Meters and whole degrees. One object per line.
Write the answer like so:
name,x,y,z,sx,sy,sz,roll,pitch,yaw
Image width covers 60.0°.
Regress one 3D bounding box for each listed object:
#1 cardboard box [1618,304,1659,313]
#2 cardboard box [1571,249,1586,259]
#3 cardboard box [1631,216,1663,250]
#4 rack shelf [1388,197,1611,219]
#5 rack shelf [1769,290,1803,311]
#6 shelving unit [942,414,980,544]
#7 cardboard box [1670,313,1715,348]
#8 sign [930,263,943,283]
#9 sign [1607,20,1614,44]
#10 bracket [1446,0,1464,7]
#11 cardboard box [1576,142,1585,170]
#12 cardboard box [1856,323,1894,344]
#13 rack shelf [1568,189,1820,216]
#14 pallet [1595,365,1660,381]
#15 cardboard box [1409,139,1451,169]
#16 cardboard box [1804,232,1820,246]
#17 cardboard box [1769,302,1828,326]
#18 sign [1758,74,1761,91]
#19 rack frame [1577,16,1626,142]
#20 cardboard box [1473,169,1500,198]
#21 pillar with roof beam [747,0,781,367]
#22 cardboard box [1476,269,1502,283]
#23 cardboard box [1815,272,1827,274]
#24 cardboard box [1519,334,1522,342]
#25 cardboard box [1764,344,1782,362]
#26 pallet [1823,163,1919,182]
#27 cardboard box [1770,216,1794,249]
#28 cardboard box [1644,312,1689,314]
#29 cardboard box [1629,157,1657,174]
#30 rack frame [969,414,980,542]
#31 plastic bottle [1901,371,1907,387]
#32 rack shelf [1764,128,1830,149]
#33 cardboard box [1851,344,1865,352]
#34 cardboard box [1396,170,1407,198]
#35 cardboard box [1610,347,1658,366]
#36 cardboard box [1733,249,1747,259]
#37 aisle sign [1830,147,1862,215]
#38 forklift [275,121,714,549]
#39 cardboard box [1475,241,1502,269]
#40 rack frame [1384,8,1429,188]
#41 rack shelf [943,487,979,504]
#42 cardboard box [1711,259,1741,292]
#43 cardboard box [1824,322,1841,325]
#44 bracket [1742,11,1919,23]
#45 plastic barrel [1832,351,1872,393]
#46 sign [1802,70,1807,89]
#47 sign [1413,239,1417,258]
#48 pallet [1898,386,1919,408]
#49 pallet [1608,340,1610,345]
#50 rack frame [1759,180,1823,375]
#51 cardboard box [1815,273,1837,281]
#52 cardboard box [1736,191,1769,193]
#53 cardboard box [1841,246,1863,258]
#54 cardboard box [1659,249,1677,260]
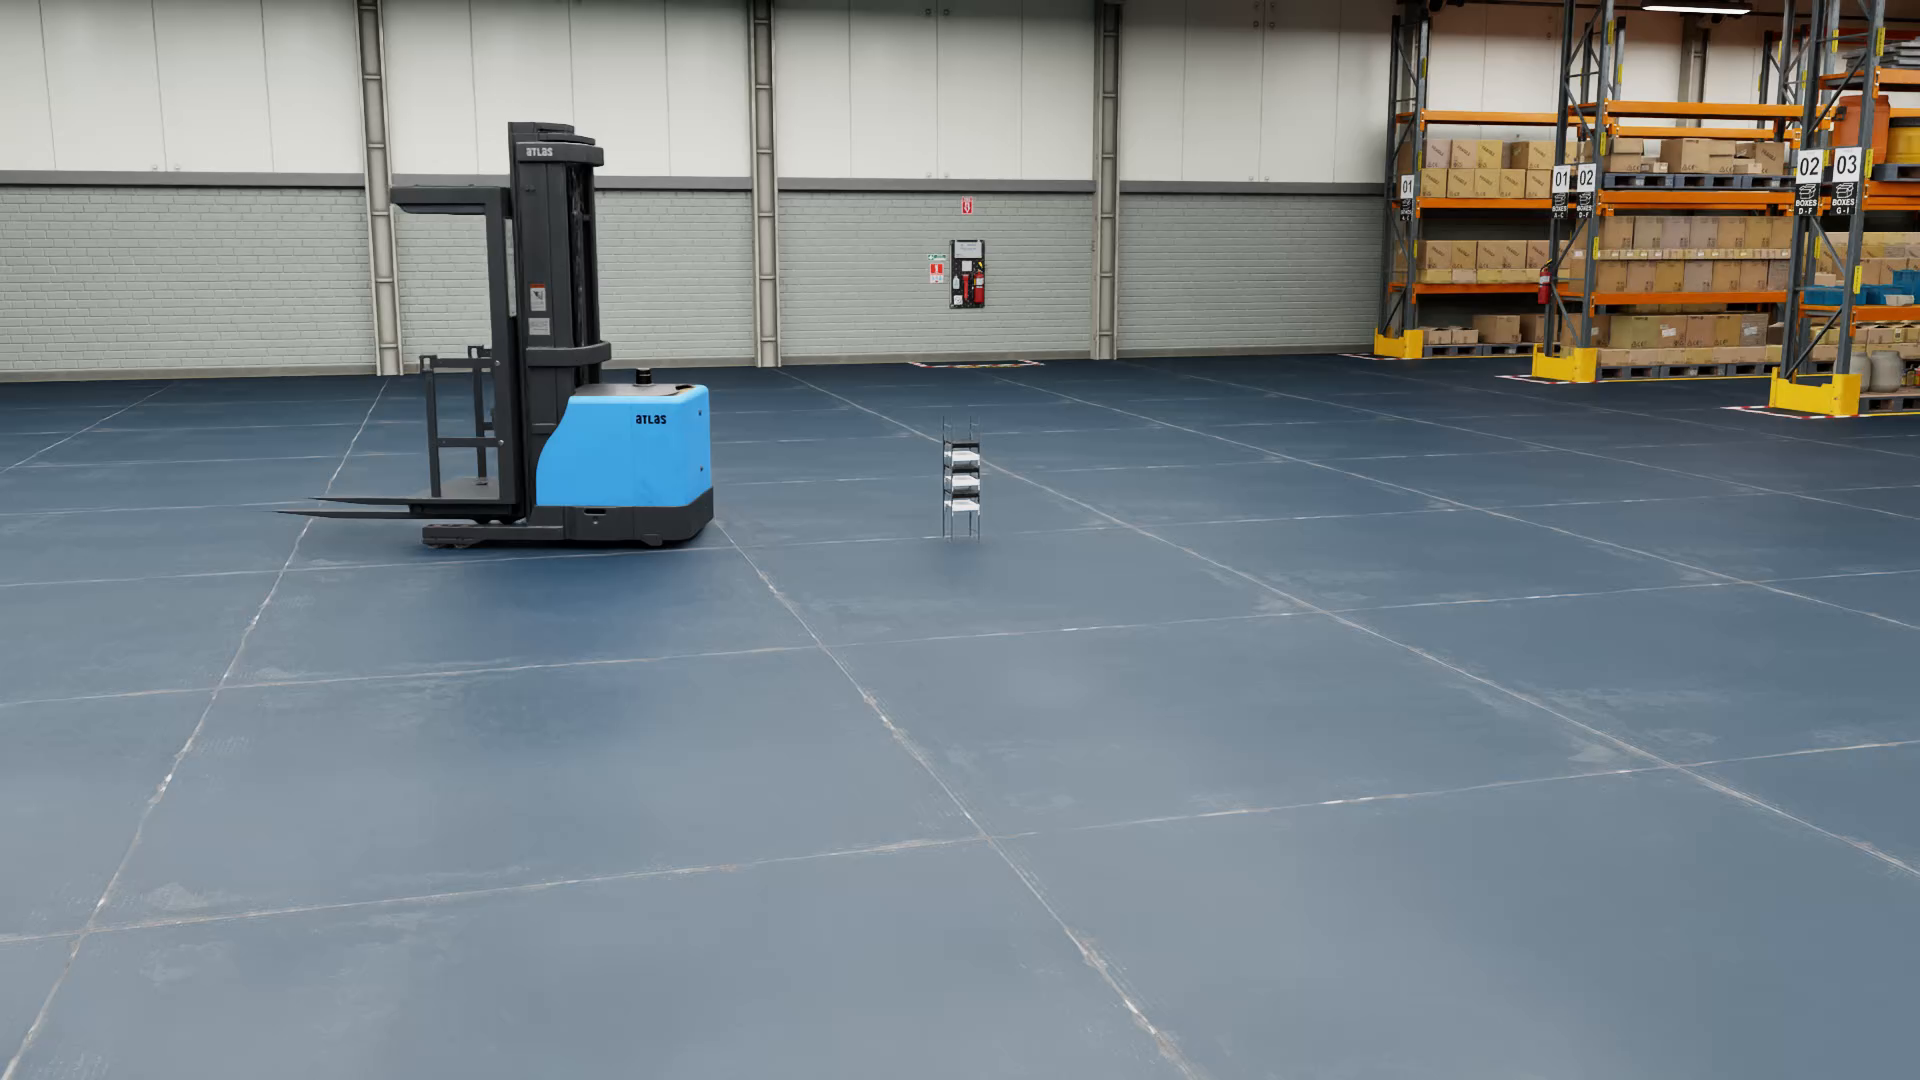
cardboard box,12.837,-4.432,31.455,0.500,0.250,0.500,-3,11,-17
cardboard box,9.575,-4.371,25.436,0.250,0.149,0.380,-3,11,-17
cardboard box,10.267,-4.689,25.372,0.500,0.500,0.700,-3,11,-17
rack shelf,9.793,-6.034,30.238,4.000,0.370,1.077,-3,11,-16
rack shelf,15.022,-3.900,26.933,4.000,0.370,1.077,-3,11,-16
shelving unit,0.008,-0.443,11.967,0.210,0.900,0.258,-3,11,-16
cardboard box,11.279,-3.237,25.709,0.500,0.500,0.500,-3,11,-16
sign,-0.401,-4.582,28.554,0.234,0.329,0.001,-3,11,-16
sign,9.410,-7.341,24.050,0.005,0.325,0.100,-3,11,-16
bracket,8.801,-9.677,29.814,0.430,0.232,0.235,-3,11,-16
cardboard box,11.308,-6.967,30.228,0.500,0.500,0.500,-4,11,-21
cardboard box,14.547,-3.311,26.632,0.500,0.311,0.500,-3,11,-18
rack shelf,11.181,-5.173,25.562,4.000,0.370,1.077,-3,11,-16
pallet,9.984,-2.625,25.721,1.213,0.211,1.003,-3,11,-16
cardboard box,8.311,-6.814,29.399,0.500,0.500,0.500,-4,11,-20
cardboard box,16.090,-5.770,31.878,0.500,0.250,0.500,-3,11,-15
cardboard box,16.297,-4.380,32.329,0.750,0.750,0.750,-3,11,-17
sign,15.395,-8.800,31.975,0.005,0.325,0.100,-3,11,-16
rack frame,11.713,-7.964,30.451,0.127,3.000,1.000,-3,11,-16
cardboard box,9.287,-6.367,29.729,0.500,0.500,0.500,-2,11,-13
pillar with roof beam,-2.015,-6.592,22.997,0.400,9.000,9.100,-3,11,-16
cardboard box,9.415,-4.770,30.032,0.500,0.250,0.500,-3,11,-17
cardboard box,16.458,-5.089,32.041,0.250,0.149,0.380,-3,11,-14
cardboard box,10.172,-3.750,30.792,0.250,0.149,0.380,-4,11,-21
cardboard box,12.717,-2.945,26.195,0.500,0.250,0.500,-3,11,-16
pallet,11.464,-4.496,20.421,1.213,0.211,1.003,-3,11,-16
cardboard box,12.677,-4.816,26.063,0.500,0.500,0.700,-3,11,-16
cardboard box,11.129,-3.330,26.215,0.500,0.500,0.500,-3,11,-16
cardboard box,10.293,-5.731,25.475,0.500,0.250,0.500,-3,11,-16
rack frame,0.105,-0.448,11.995,0.006,0.900,0.240,-3,11,-16
plastic bottle,12.283,-2.098,21.672,0.097,0.201,0.097,0,10,0
rack shelf,17.474,-7.717,32.202,4.000,0.370,1.077,-3,11,-16
cardboard box,14.049,-3.010,26.545,0.500,0.250,0.500,-3,11,-15
cardboard box,8.203,-6.410,29.966,0.500,0.500,0.500,-2,11,-12
cardboard box,10.317,-2.819,25.508,0.500,0.250,0.500,-3,11,-16
cardboard box,11.923,-4.419,25.695,0.250,0.149,0.380,-3,11,-16
aisle sign,10.655,-4.313,20.008,0.004,0.787,0.394,-3,11,-16
forklift,-3.392,-1.475,11.962,3.031,2.935,1.130,0,10,3
cardboard box,9.390,-5.136,29.949,0.500,0.500,0.500,-3,11,-18
rack frame,7.873,-7.761,29.352,0.127,3.000,1.000,-3,11,-16
rack shelf,0.008,-0.322,11.990,0.200,0.077,0.258,-3,11,-16
cardboard box,11.690,-4.126,25.896,0.500,0.500,0.700,-3,11,-15
cardboard box,14.388,-3.405,27.144,0.500,0.311,0.500,-3,11,-16
bracket,17.035,-10.111,32.172,4.783,0.066,0.076,-3,11,-16
plastic barrel,11.252,-2.118,20.980,0.421,0.512,0.421,0,10,0
sign,15.715,-8.571,30.949,0.005,0.325,0.100,-3,11,-16
sign,8.025,-5.142,29.304,0.005,0.325,0.100,-3,11,-16
pallet,12.652,-1.831,21.408,1.213,0.211,1.003,-3,11,-16
pallet,12.460,-3.682,31.462,1.213,0.211,1.003,-3,11,-16
rack frame,13.102,-4.153,26.318,0.127,3.000,1.000,-3,11,-16
cardboard box,13.894,-4.163,26.745,0.258,0.266,0.396,-3,11,-17
cardboard box,14.938,-6.574,31.376,0.500,0.311,0.500,-3,11,-16
cardboard box,17.074,-5.451,32.219,0.500,0.500,0.500,-3,11,-16
cardboard box,10.689,-4.353,25.340,0.250,0.149,0.380,-3,11,-18
